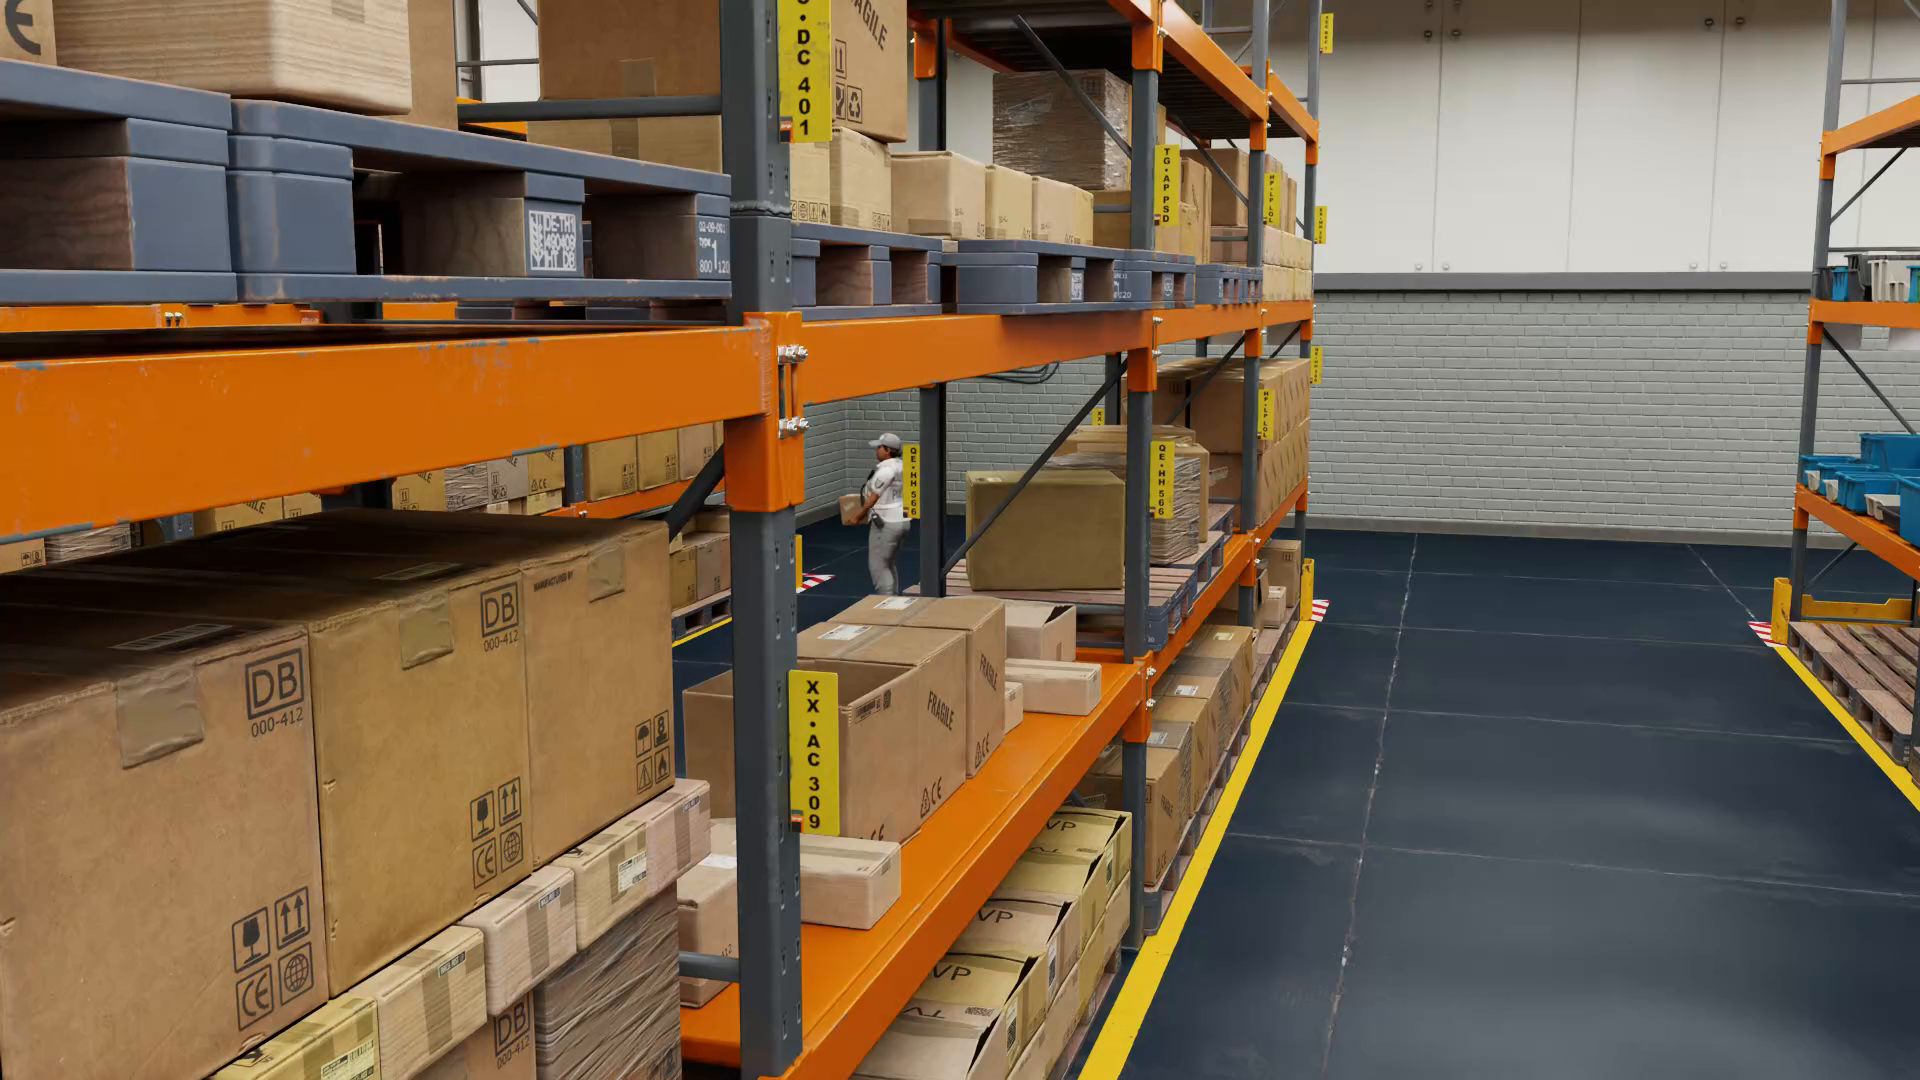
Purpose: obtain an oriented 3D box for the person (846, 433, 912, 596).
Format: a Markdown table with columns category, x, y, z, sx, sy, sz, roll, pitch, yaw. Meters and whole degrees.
| category | x | y | z | sx | sy | sz | roll | pitch | yaw |
| --- | --- | --- | --- | --- | --- | --- | --- | --- | --- |
| person | -0.708 | -0.115 | 14.637 | 0.539 | 1.662 | 0.452 | 2 | 9 | 16 |
